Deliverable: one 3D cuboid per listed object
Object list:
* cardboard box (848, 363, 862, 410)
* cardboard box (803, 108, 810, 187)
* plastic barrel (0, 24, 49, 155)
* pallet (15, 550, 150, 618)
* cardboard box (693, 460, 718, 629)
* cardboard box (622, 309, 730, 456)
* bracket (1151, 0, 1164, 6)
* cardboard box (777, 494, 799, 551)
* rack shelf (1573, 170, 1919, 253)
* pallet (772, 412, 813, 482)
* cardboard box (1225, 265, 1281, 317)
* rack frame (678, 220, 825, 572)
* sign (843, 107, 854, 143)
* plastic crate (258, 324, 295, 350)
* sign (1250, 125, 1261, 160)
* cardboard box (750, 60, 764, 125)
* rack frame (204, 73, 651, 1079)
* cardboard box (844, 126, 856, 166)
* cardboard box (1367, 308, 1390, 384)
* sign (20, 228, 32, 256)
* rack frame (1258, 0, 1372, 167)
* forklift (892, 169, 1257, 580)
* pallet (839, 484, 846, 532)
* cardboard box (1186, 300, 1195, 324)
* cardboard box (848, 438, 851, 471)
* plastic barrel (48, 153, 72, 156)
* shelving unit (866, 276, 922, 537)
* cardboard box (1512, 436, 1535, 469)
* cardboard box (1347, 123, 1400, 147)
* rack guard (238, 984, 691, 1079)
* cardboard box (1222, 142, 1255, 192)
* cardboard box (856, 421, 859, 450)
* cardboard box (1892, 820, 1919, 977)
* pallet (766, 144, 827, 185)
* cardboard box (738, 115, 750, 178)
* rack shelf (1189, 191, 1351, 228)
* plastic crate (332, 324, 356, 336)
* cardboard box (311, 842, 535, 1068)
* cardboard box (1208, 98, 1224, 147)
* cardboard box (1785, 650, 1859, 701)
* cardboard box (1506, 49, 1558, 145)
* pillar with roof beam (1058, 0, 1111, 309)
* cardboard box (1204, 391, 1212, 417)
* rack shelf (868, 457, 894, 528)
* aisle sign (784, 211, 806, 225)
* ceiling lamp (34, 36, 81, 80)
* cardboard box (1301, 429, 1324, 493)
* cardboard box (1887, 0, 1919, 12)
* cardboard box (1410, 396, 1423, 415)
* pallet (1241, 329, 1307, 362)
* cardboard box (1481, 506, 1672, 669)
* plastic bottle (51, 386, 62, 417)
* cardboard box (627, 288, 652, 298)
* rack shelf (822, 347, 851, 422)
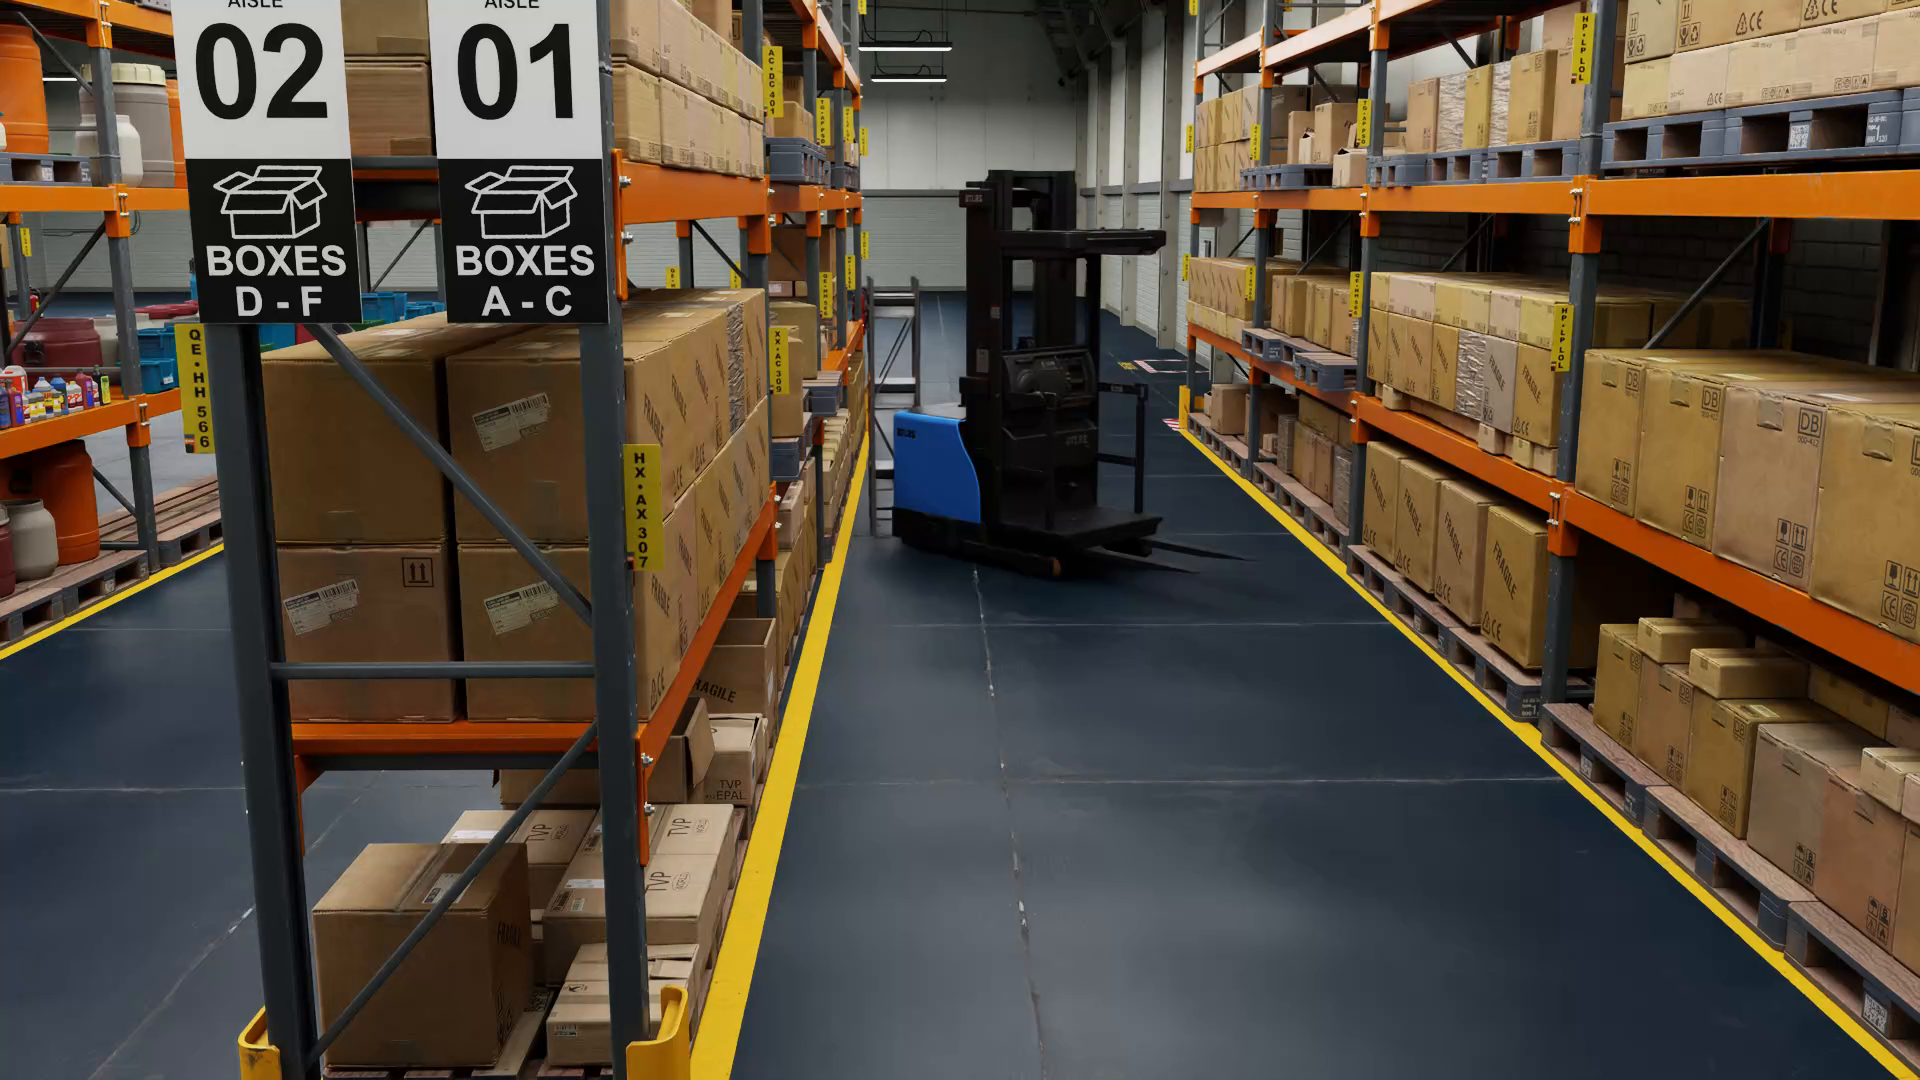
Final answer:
[{"bbox_3d":[-1.330,-1.658,18.159,0.500,0.500,0.500,0,11,-1],"label":"cardboard box"},{"bbox_3d":[-1.464,-2.576,10.918,0.910,0.500,0.500,0,11,-1],"label":"cardboard box"},{"bbox_3d":[-6.461,-2.999,11.117,0.600,0.830,0.708,0,11,-1],"label":"plastic barrel"},{"bbox_3d":[-6.412,0.298,11.561,1.003,0.211,1.213,0,11,-1],"label":"pallet"},{"bbox_3d":[-1.121,0.005,5.741,0.500,0.500,0.500,0,11,-1],"label":"cardboard box"},{"bbox_3d":[-1.133,-0.588,6.145,0.500,0.500,0.500,0,11,-2],"label":"cardboard box"},{"bbox_3d":[3.555,-9.727,29.816,0.235,0.232,0.430,0,11,-1],"label":"bracket"},{"bbox_3d":[-1.222,-0.104,9.822,0.500,0.250,0.500,0,11,-1],"label":"cardboard box"},{"bbox_3d":[3.559,-1.191,6.151,1.077,0.370,4.000,0,11,-1],"label":"rack shelf"},{"bbox_3d":[-1.342,-0.515,9.037,1.003,0.211,1.213,0,11,-1],"label":"pallet"},{"bbox_3d":[3.018,-2.557,17.060,0.500,0.500,0.500,0,11,-1],"label":"cardboard box"},{"bbox_3d":[-1.517,-1.245,12.152,1.000,3.000,0.127,0,11,-1],"label":"rack frame"},{"bbox_3d":[-1.058,-3.922,15.711,0.100,0.325,0.005,0,11,-1],"label":"sign"},{"bbox_3d":[-6.219,-1.795,14.902,0.392,0.384,0.575,0,11,-1],"label":"plastic crate"},{"bbox_3d":[2.810,-3.781,15.807,0.100,0.325,0.005,0,11,-1],"label":"sign"},{"bbox_3d":[-1.153,-1.996,7.429,0.500,0.250,0.500,0,11,-1],"label":"cardboard box"},{"bbox_3d":[-1.352,0.345,4.314,1.000,3.000,0.127,0,11,-1],"label":"rack frame"},{"bbox_3d":[-1.508,-4.163,17.324,0.797,0.503,0.637,1,12,5],"label":"cardboard box"},{"bbox_3d":[3.189,-1.373,11.734,0.500,0.500,0.500,0,11,1],"label":"cardboard box"},{"bbox_3d":[-11.032,-3.516,19.639,0.100,0.325,0.005,0,11,-1],"label":"sign"},{"bbox_3d":[3.352,-5.001,15.579,1.000,3.000,0.127,0,11,-1],"label":"rack frame"},{"bbox_3d":[0.828,-1.261,12.403,1.130,2.935,3.031,-11,16,-42],"label":"forklift"},{"bbox_3d":[-1.518,-0.284,14.429,1.003,0.211,1.213,0,11,-1],"label":"pallet"},{"bbox_3d":[2.962,-2.694,19.623,0.500,0.250,0.500,-1,11,-3],"label":"cardboard box"},{"bbox_3d":[-1.302,-0.817,15.903,0.500,0.250,0.500,0,11,-2],"label":"cardboard box"},{"bbox_3d":[-6.526,-2.668,12.014,0.294,0.245,0.294,0,11,0],"label":"plastic barrel"},{"bbox_3d":[-0.546,-1.106,13.728,0.431,2.100,0.503,-1,12,-5],"label":"shelving unit"},{"bbox_3d":[3.199,-0.474,8.932,0.380,0.149,0.250,0,11,0],"label":"cardboard box"},{"bbox_3d":[3.501,-3.055,13.218,0.797,0.503,0.637,1,12,7],"label":"cardboard box"},{"bbox_3d":[-1.354,1.555,4.637,1.175,0.500,0.348,0,11,-1],"label":"rack guard"},{"bbox_3d":[3.048,-3.900,17.393,0.500,0.500,0.500,-1,11,-3],"label":"cardboard box"},{"bbox_3d":[-1.312,-1.091,17.254,0.500,0.250,0.500,0,11,-1],"label":"cardboard box"},{"bbox_3d":[3.486,1.205,5.308,0.700,0.500,0.500,0,11,-1],"label":"cardboard box"},{"bbox_3d":[-1.403,-2.164,9.610,1.213,0.211,1.003,0,11,-1],"label":"pallet"},{"bbox_3d":[-1.159,-1.652,6.988,0.500,0.250,0.500,0,11,-1],"label":"cardboard box"},{"bbox_3d":[3.311,-3.576,17.908,1.077,0.370,4.000,0,11,-1],"label":"rack shelf"},{"bbox_3d":[-6.436,-2.095,16.497,0.767,0.338,0.504,0,11,-1],"label":"plastic crate"},{"bbox_3d":[-1.610,1.247,5.046,0.500,0.500,0.500,0,11,-1],"label":"cardboard box"},{"bbox_3d":[3.017,-4.596,18.308,0.500,0.500,0.500,0,11,0],"label":"cardboard box"},{"bbox_3d":[3.650,0.557,6.869,0.380,0.149,0.250,0,11,-1],"label":"cardboard box"},{"bbox_3d":[3.533,-2.492,9.394,0.700,0.500,0.500,0,11,-2],"label":"cardboard box"},{"bbox_3d":[-0.651,-10.414,42.259,9.100,9.000,0.548,0,11,-1],"label":"pillar with roof beam"},{"bbox_3d":[3.194,-1.616,19.639,0.500,0.311,0.500,-2,12,-8],"label":"cardboard box"},{"bbox_3d":[-0.546,-0.406,13.870,0.431,0.518,0.480,-1,12,-5],"label":"rack shelf"},{"bbox_3d":[-1.990,-4.121,19.791,0.394,0.787,0.004,0,11,-1],"label":"aisle sign"},{"bbox_3d":[-23.136,-13.607,43.317,2.000,3.185,0.800,0,11,-1],"label":"ceiling lamp"},{"bbox_3d":[3.415,-0.702,14.653,0.700,0.500,0.500,0,11,-1],"label":"cardboard box"},{"bbox_3d":[3.313,-1.939,5.210,0.500,0.500,0.500,0,11,1],"label":"cardboard box"},{"bbox_3d":[3.256,-0.934,11.199,0.380,0.149,0.250,0,11,-2],"label":"cardboard box"},{"bbox_3d":[3.223,-1.815,15.443,1.003,0.211,1.213,0,11,-1],"label":"pallet"},{"bbox_3d":[3.374,0.248,9.143,0.750,0.750,0.750,0,11,0],"label":"cardboard box"},{"bbox_3d":[-6.040,-0.923,11.062,0.097,0.201,0.097,0,11,0],"label":"plastic bottle"},{"bbox_3d":[-1.706,-0.894,7.656,0.500,0.500,0.500,0,11,0],"label":"cardboard box"},{"bbox_3d":[-1.559,-1.290,14.183,1.077,0.370,4.000,0,11,-1],"label":"rack shelf"}]
